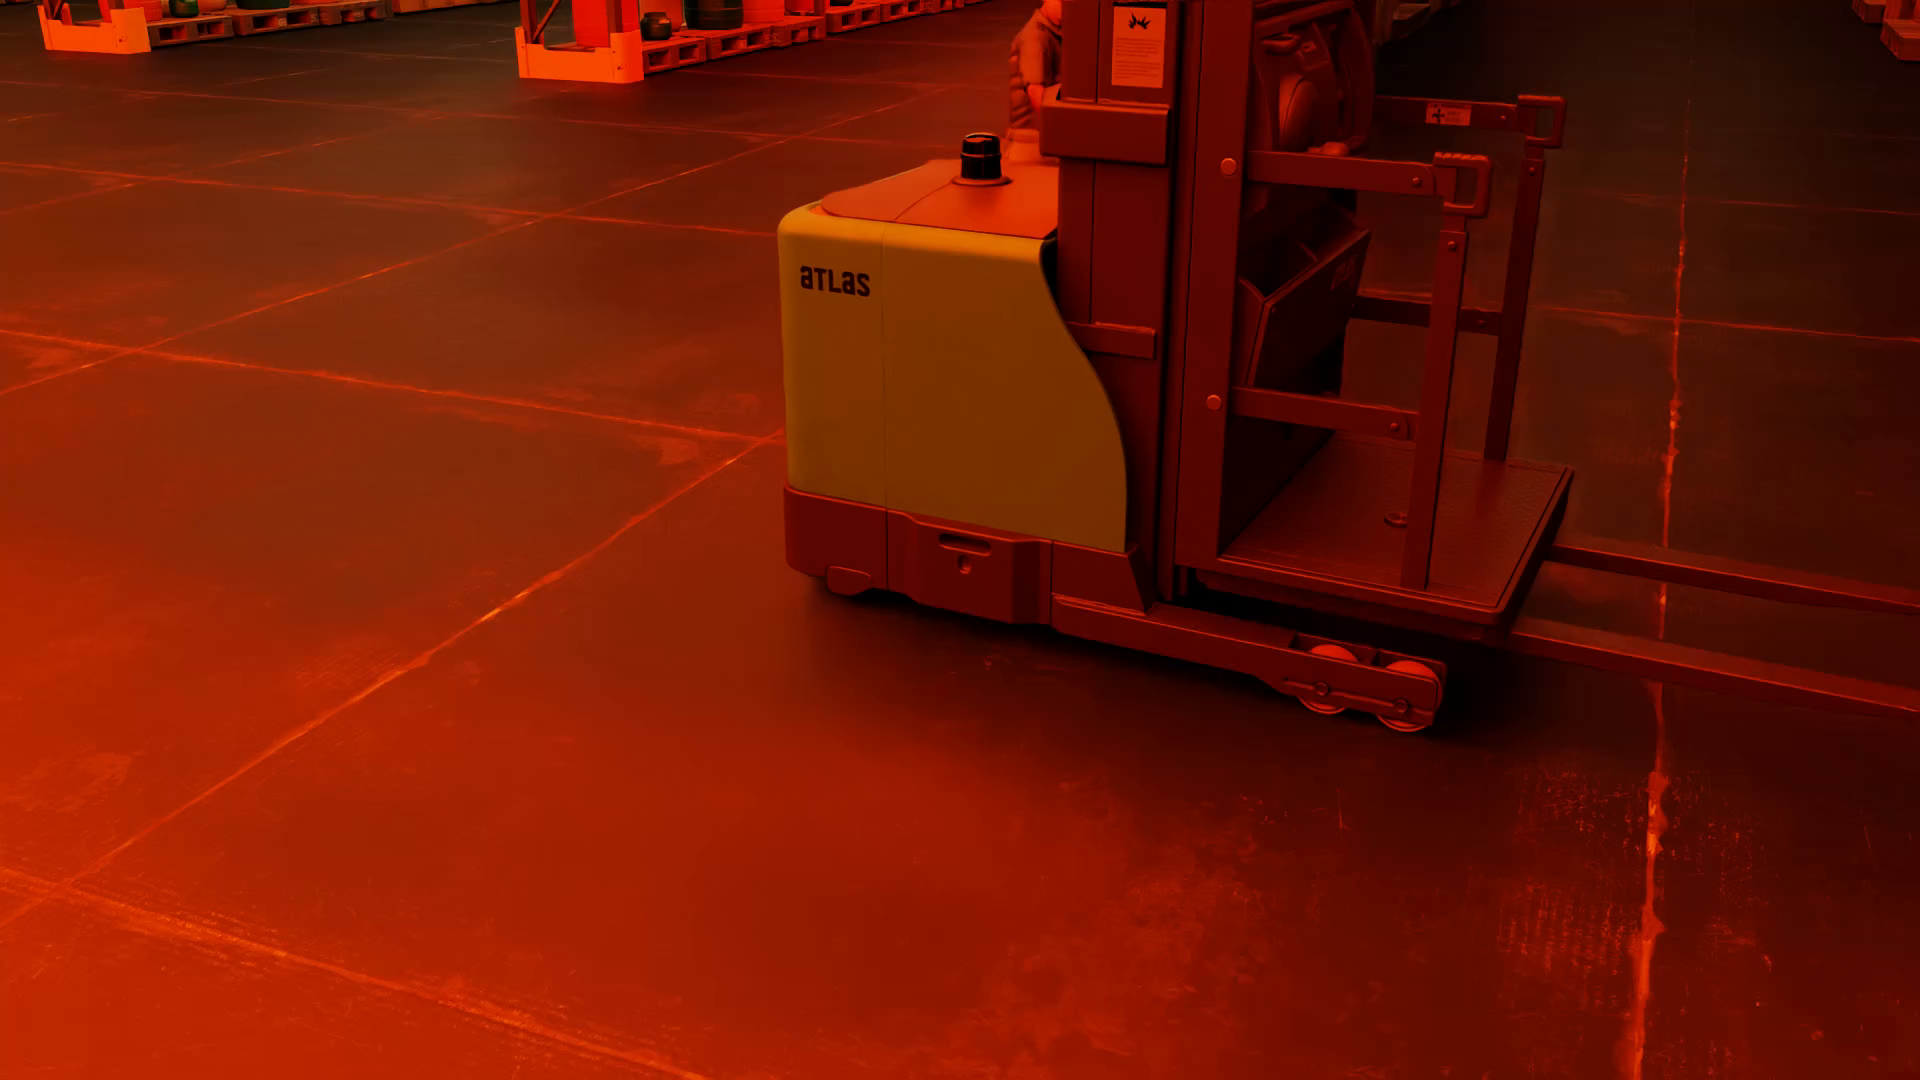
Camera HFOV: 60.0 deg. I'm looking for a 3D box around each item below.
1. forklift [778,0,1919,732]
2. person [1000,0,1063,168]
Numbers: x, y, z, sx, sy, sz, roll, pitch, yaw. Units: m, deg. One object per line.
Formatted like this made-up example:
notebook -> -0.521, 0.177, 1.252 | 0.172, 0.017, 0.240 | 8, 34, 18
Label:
forklift -> 1.052, -1.126, 3.986 | 3.031, 2.935, 1.130 | 11, 25, 25
person -> 0.456, -1.516, 6.717 | 0.748, 1.548, 0.760 | -3, 23, -8
